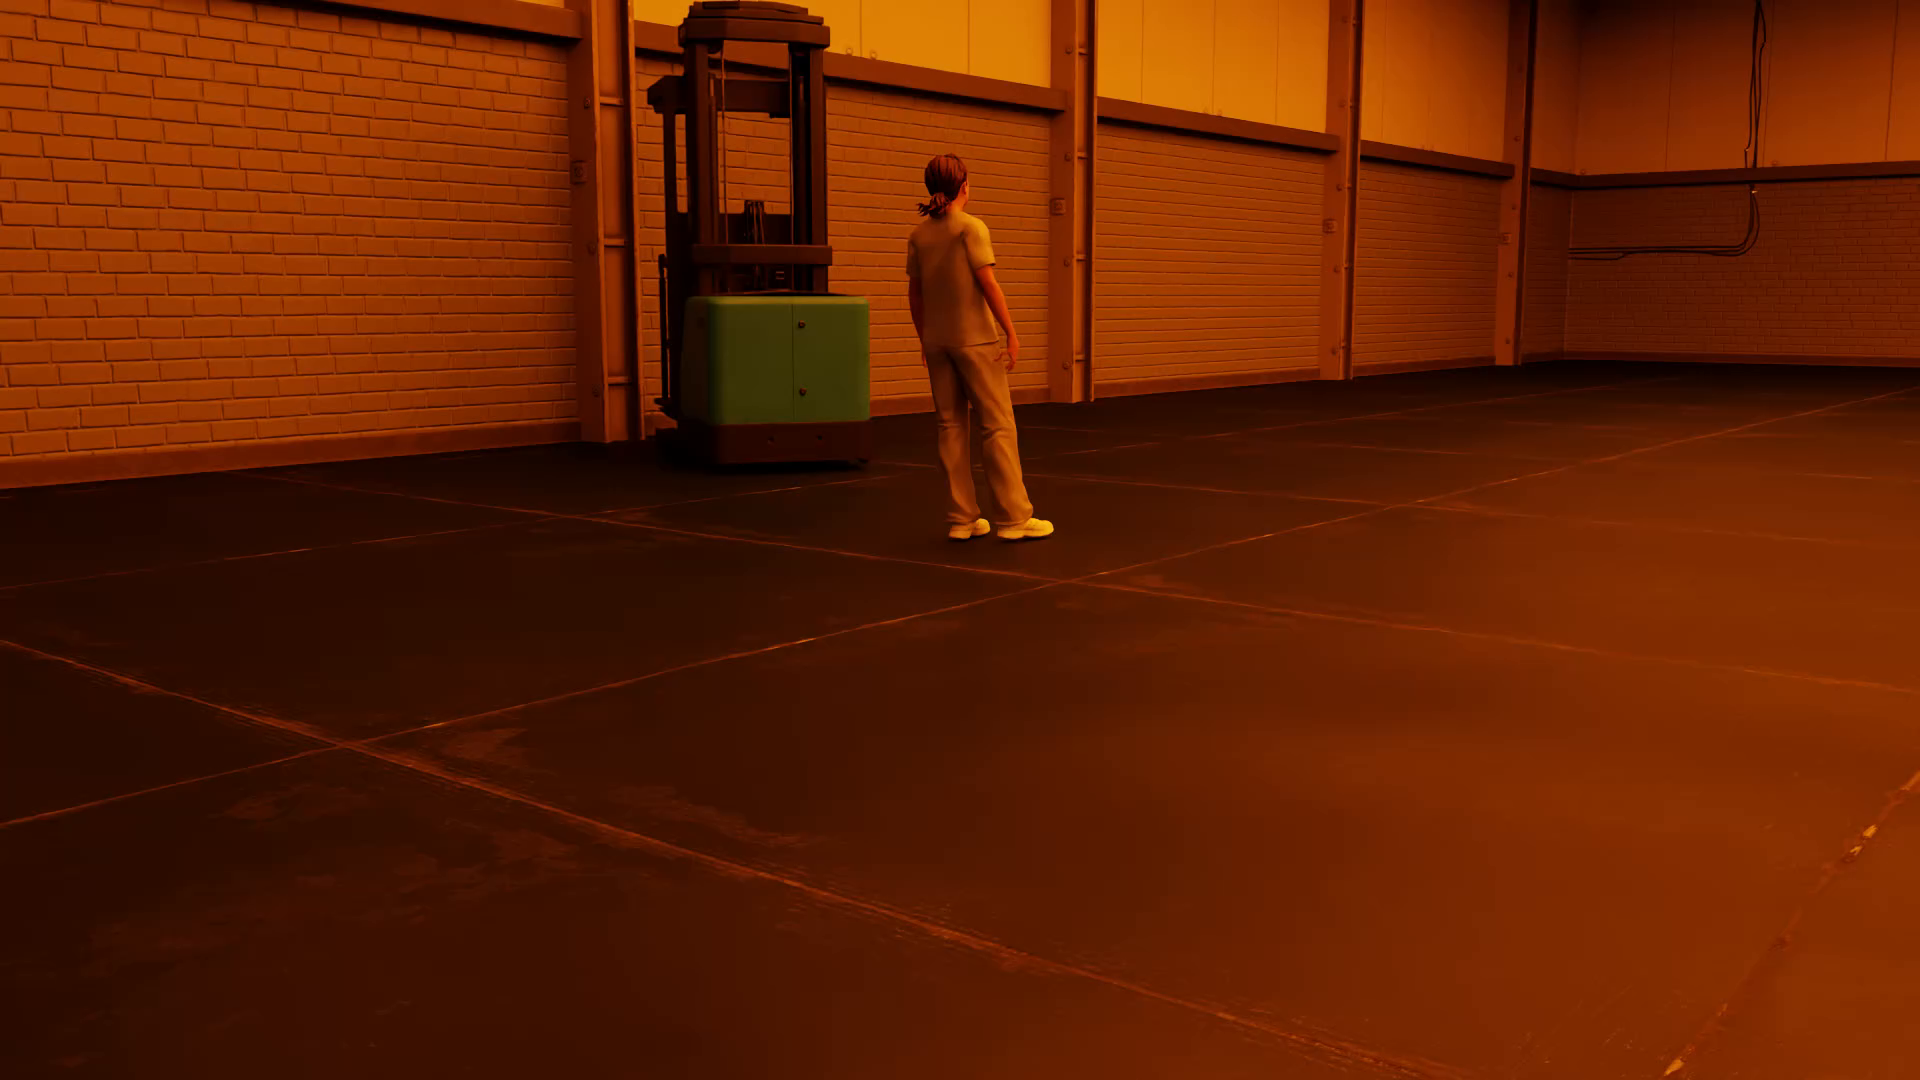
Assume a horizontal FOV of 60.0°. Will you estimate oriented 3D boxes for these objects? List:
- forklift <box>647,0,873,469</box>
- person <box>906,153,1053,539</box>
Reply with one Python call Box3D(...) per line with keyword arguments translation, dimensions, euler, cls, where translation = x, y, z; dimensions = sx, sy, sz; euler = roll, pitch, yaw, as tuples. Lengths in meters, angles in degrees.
Box3D(translation=(-1.508, -2.065, 11.394), dimensions=(1.130, 2.935, 3.031), euler=(-3, 9, -19), cls="forklift")
Box3D(translation=(0.056, -0.843, 7.331), dimensions=(0.550, 1.675, 0.549), euler=(7, 11, 38), cls="person")
